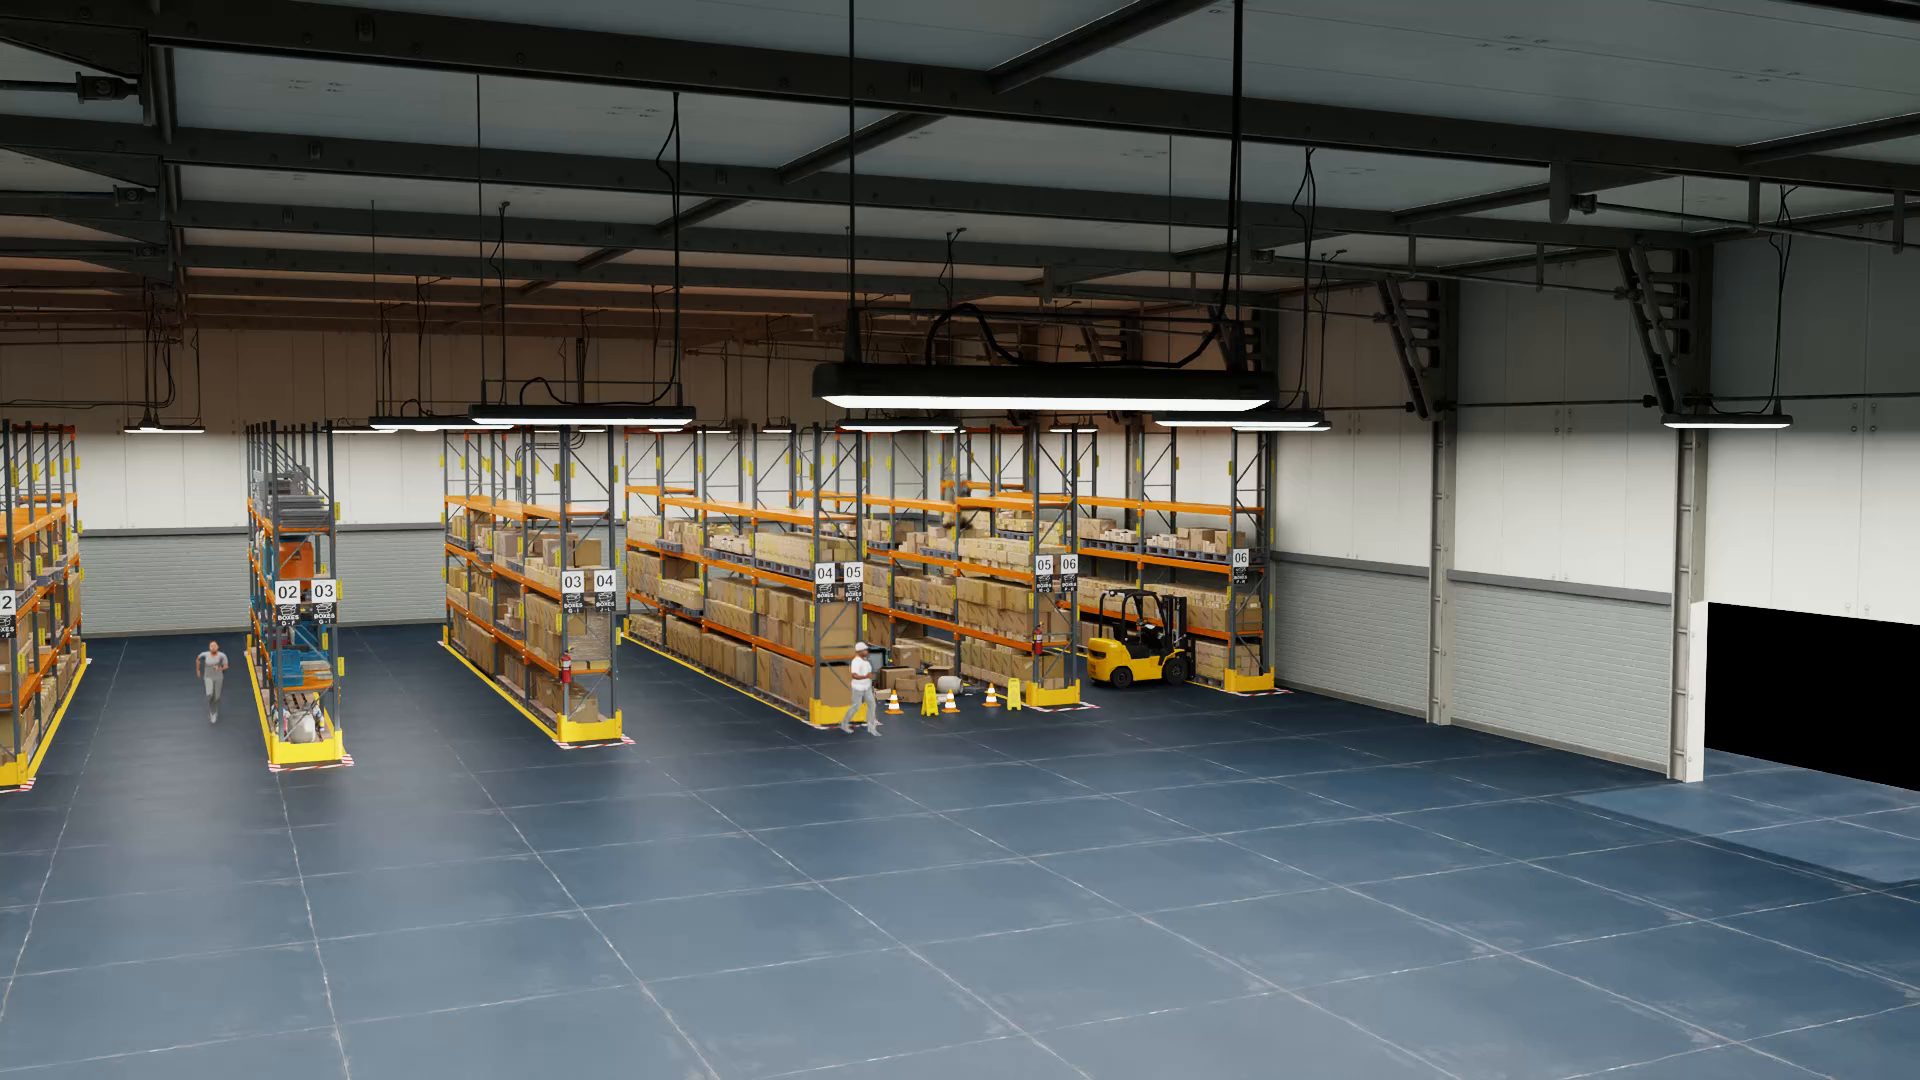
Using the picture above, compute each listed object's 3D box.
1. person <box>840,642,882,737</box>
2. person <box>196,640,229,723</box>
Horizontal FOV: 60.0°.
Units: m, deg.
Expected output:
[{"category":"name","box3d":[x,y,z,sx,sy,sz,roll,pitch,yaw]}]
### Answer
[{"category":"person","box3d":[-1.918,2.854,31.664,0.802,1.820,0.685,2,4,24]},{"category":"person","box3d":[-14.921,2.813,33.211,0.590,1.654,0.800,-2,4,-23]}]
